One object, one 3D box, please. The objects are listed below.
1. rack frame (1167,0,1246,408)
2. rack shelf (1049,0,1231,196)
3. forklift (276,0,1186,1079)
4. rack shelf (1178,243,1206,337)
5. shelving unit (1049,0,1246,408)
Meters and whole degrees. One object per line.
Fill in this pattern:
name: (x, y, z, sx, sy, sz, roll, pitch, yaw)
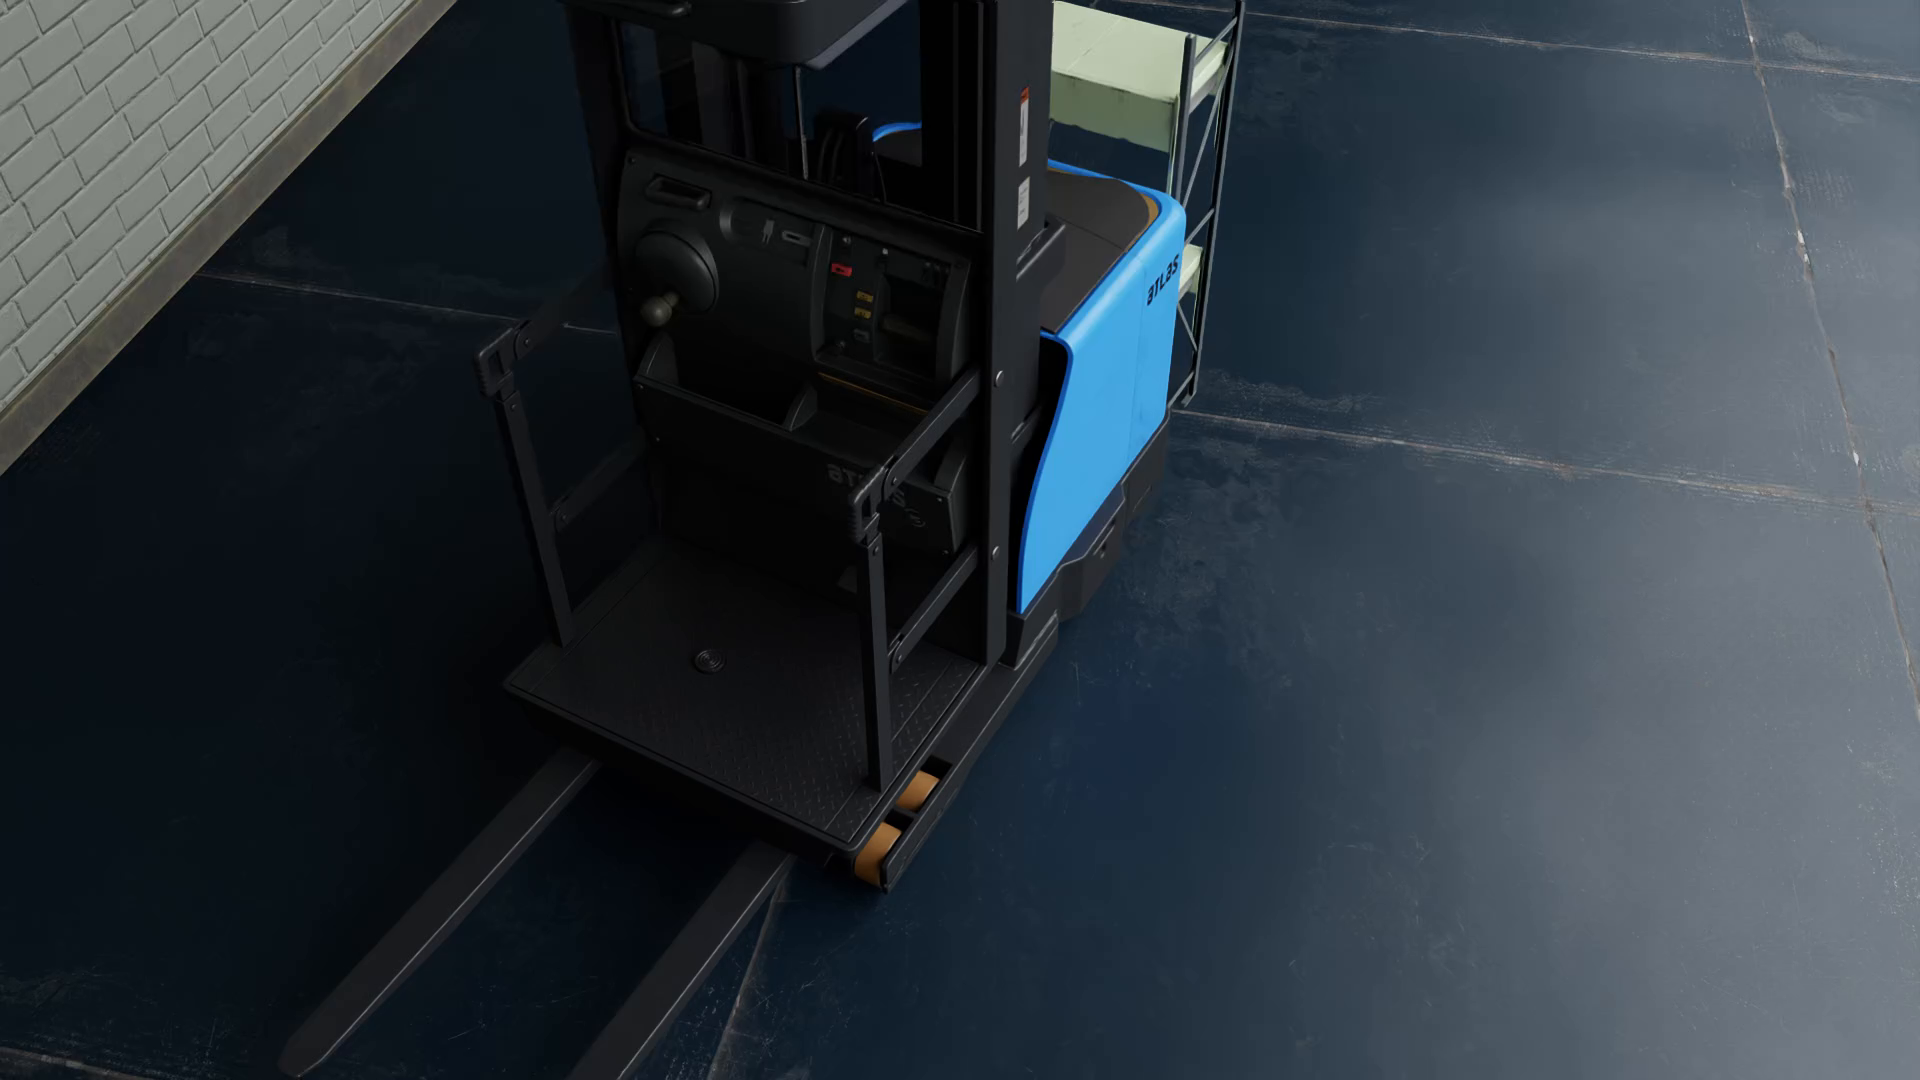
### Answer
rack frame: (0.715, -0.937, 5.142, 0.023, 1.500, 0.400, 21, 48, 21)
rack shelf: (0.396, -1.342, 5.000, 0.720, 0.370, 0.431, 21, 48, 21)
forklift: (-0.499, -0.524, 3.681, 1.130, 2.935, 3.031, 21, 48, 21)
rack shelf: (0.396, -0.826, 5.496, 0.720, 0.370, 0.431, 21, 48, 21)
shelving unit: (0.396, -1.061, 5.270, 0.755, 1.500, 0.431, 21, 48, 21)
